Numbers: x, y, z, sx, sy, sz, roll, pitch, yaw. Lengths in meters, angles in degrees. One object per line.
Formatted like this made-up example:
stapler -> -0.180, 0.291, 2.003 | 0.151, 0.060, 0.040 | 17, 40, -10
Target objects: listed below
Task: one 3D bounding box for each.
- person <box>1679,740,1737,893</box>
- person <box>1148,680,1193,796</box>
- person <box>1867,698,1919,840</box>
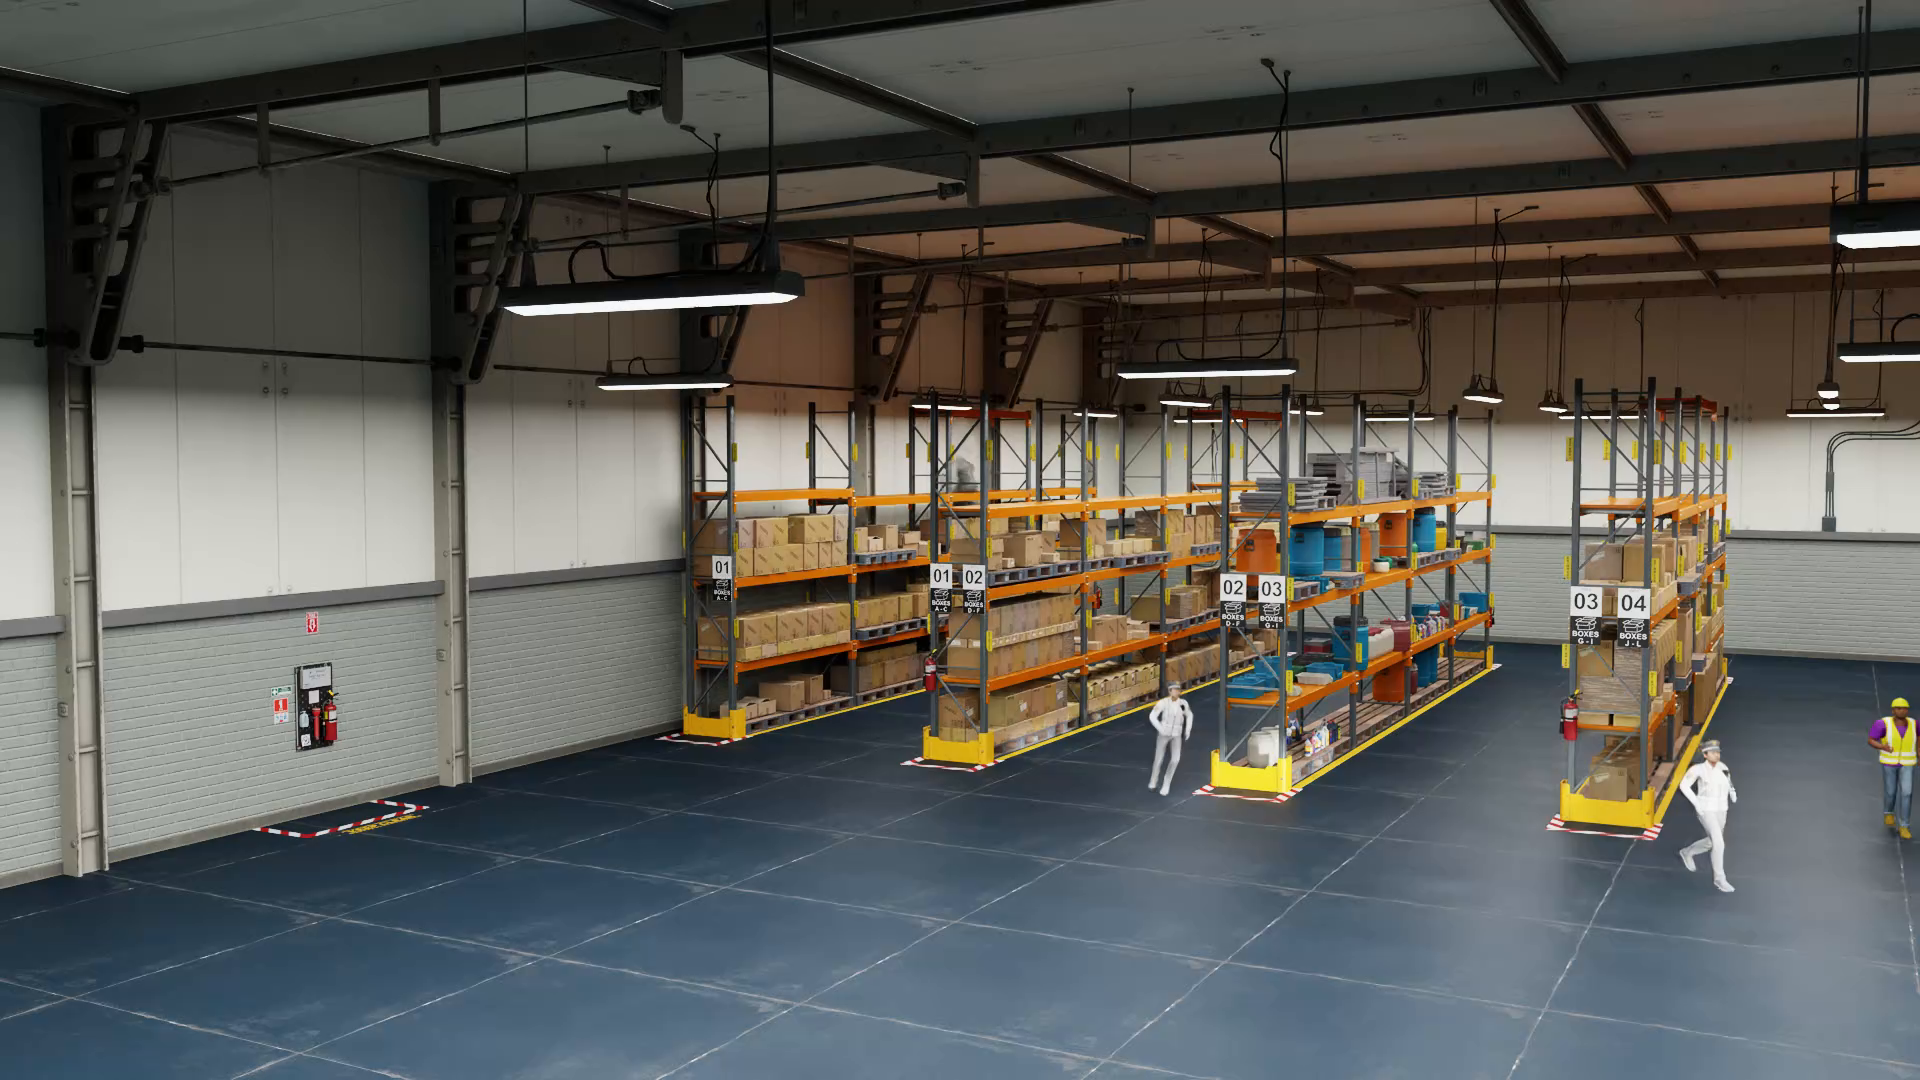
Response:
person -> 8.691, 3.151, 19.281 | 0.607, 1.699, 0.829 | -1, 3, -18
person -> 3.109, 2.896, 24.426 | 0.675, 1.690, 0.641 | 0, 3, 0
person -> 12.304, 2.966, 21.860 | 0.681, 1.807, 0.851 | 1, 3, 23
